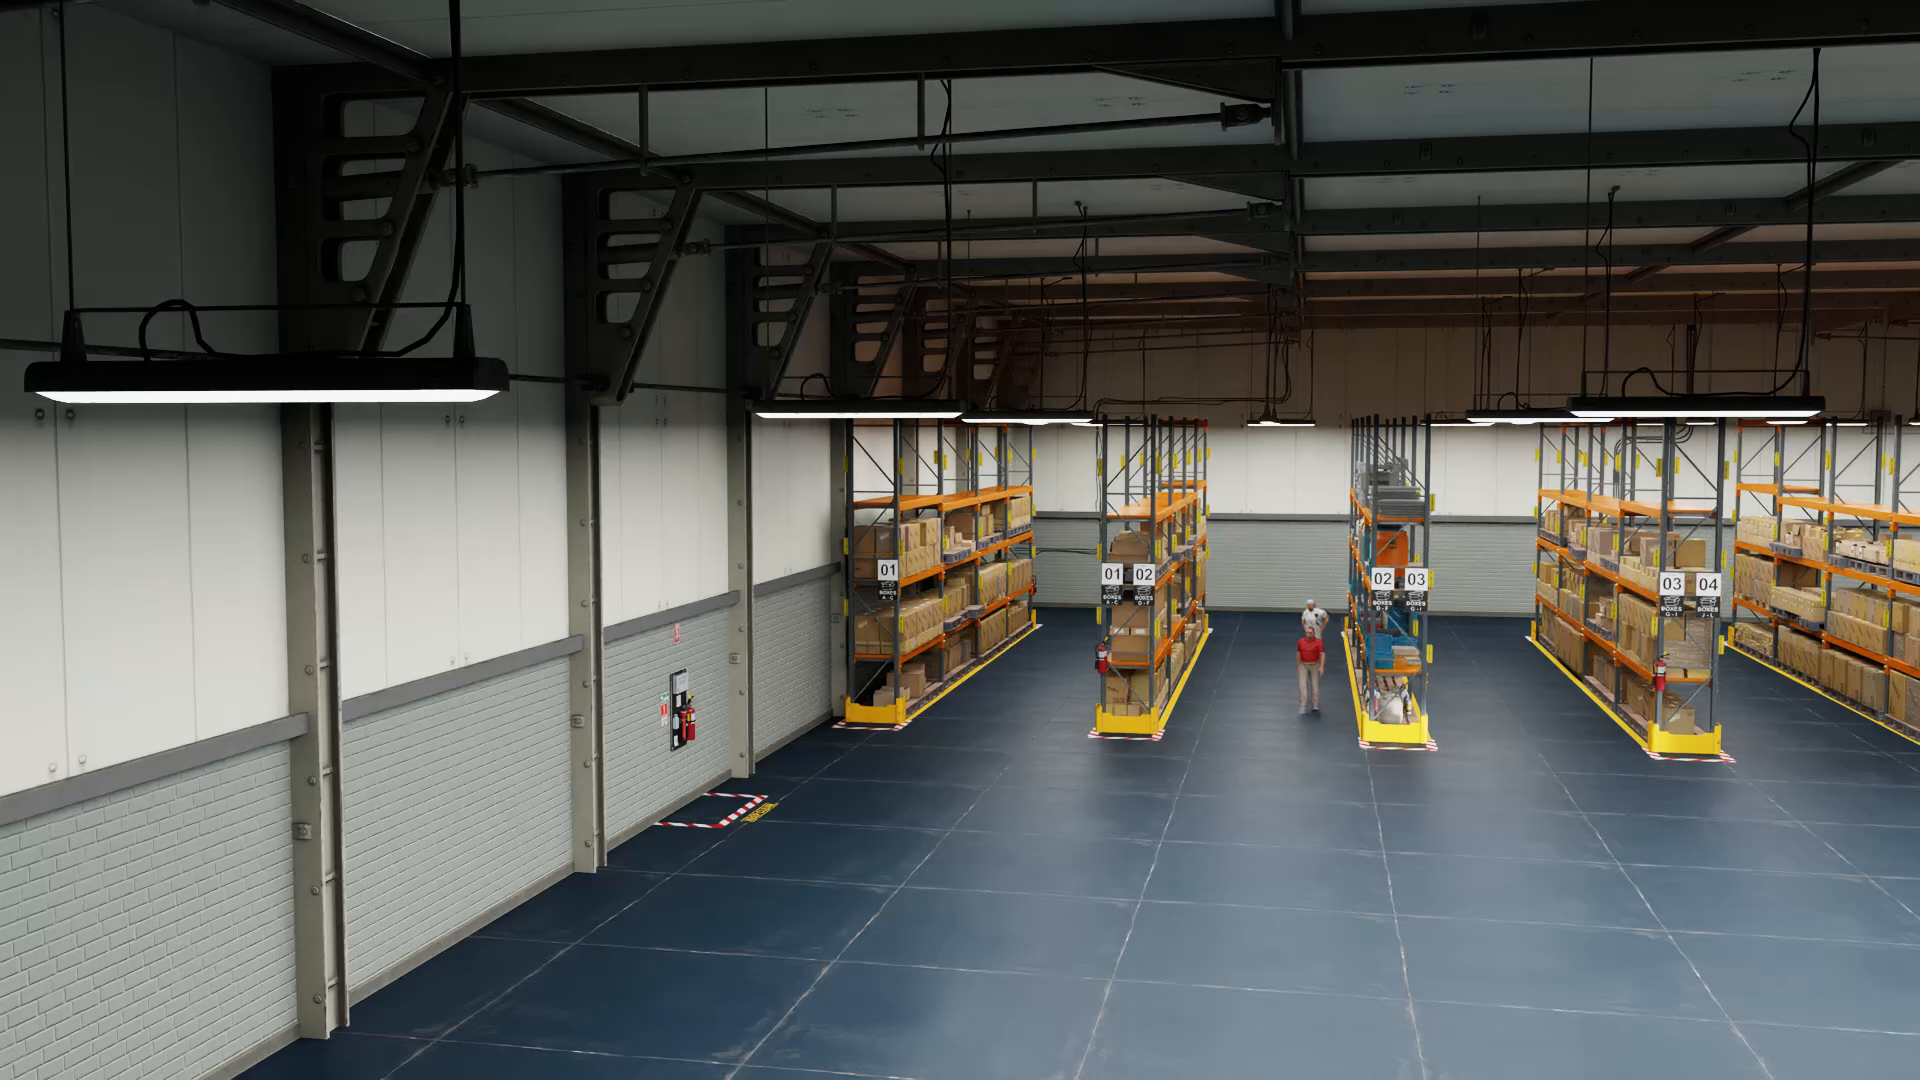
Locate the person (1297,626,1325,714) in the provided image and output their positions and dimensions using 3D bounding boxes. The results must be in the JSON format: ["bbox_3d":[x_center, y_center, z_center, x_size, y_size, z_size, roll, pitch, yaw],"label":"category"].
[{"bbox_3d":[7.109,2.618,33.745,0.586,1.740,0.702,2,4,22],"label":"person"}]

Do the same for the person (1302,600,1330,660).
[{"bbox_3d":[8.696,2.228,40.650,0.666,1.580,0.733,2,4,22],"label":"person"}]
